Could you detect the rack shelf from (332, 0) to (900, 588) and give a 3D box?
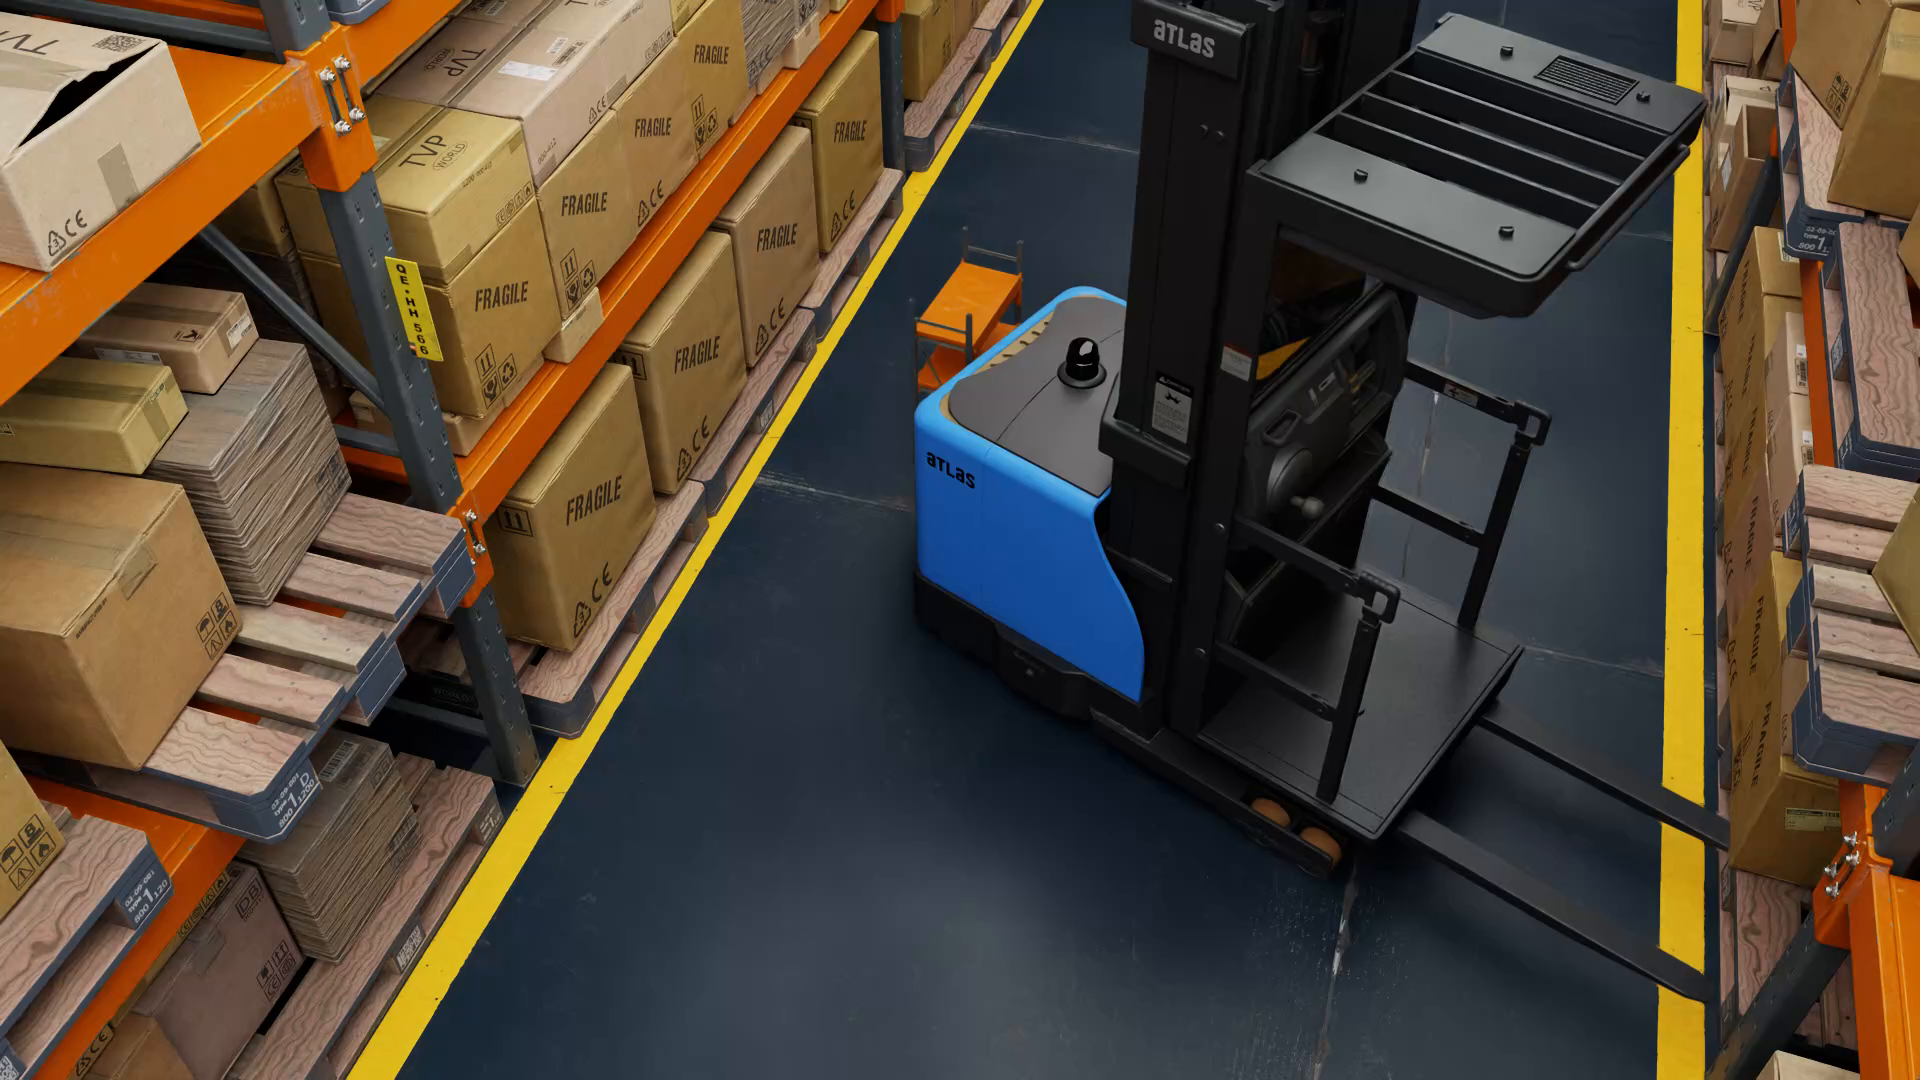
[{"bbox_3d":[-1.381,-1.416,6.567,1.077,0.370,4.000,13,46,13],"label":"rack shelf"}]

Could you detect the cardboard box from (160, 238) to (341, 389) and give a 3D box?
[{"bbox_3d":[-2.095,-0.860,5.185,0.500,0.500,0.500,13,46,13],"label":"cardboard box"}]

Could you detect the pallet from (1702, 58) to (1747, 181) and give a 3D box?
[{"bbox_3d":[4.523,-2.236,8.884,1.003,0.211,1.213,13,46,13],"label":"pallet"}]

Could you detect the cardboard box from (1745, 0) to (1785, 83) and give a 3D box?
[{"bbox_3d":[4.510,-2.478,8.608,0.797,0.503,0.637,13,46,13],"label":"cardboard box"}]

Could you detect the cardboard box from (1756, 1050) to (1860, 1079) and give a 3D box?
[{"bbox_3d":[2.297,1.626,4.208,0.500,0.311,0.500,14,46,14],"label":"cardboard box"}]

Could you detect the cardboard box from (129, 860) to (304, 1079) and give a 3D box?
[{"bbox_3d":[-2.422,1.206,4.846,0.700,0.500,0.500,12,46,12],"label":"cardboard box"}]

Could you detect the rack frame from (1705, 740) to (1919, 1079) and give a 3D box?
[{"bbox_3d":[2.735,0.707,3.883,1.000,3.000,0.127,13,46,13],"label":"rack frame"}]

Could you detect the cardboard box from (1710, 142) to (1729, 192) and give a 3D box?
[{"bbox_3d":[3.905,-1.800,8.169,0.380,0.149,0.250,13,46,13],"label":"cardboard box"}]

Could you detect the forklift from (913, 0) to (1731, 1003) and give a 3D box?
[{"bbox_3d":[1.289,-0.342,5.004,3.031,2.935,1.130,30,52,27],"label":"forklift"}]

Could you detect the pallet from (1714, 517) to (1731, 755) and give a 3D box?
[{"bbox_3d":[3.368,0.403,6.187,1.003,0.211,1.213,13,46,13],"label":"pallet"}]

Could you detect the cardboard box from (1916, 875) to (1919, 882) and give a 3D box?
[{"bbox_3d":[3.298,0.850,5.209,0.500,0.500,0.500,11,45,11],"label":"cardboard box"}]

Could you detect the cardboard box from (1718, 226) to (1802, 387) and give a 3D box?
[{"bbox_3d":[3.568,-0.952,7.051,0.500,0.500,0.500,11,45,11],"label":"cardboard box"}]

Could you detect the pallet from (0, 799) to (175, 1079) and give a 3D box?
[{"bbox_3d":[-2.548,1.057,3.662,1.003,0.211,1.213,13,46,13],"label":"pallet"}]

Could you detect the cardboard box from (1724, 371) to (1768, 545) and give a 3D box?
[{"bbox_3d":[3.258,-0.263,6.347,0.500,0.500,0.500,13,46,13],"label":"cardboard box"}]

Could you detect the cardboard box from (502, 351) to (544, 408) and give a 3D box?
[{"bbox_3d":[-1.582,-0.594,5.377,0.380,0.149,0.250,13,46,13],"label":"cardboard box"}]

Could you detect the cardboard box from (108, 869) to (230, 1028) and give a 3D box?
[{"bbox_3d":[-2.388,0.986,4.534,0.500,0.250,0.500,13,46,13],"label":"cardboard box"}]

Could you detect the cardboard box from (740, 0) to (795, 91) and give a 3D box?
[{"bbox_3d":[-0.981,-2.119,6.472,0.500,0.500,0.500,13,46,13],"label":"cardboard box"}]

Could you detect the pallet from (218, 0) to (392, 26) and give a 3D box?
[{"bbox_3d":[-1.843,-1.785,4.420,1.213,0.211,1.003,15,46,14],"label":"pallet"}]

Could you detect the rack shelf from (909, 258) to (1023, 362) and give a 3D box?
[{"bbox_3d":[0.028,-0.832,6.180,0.258,0.148,0.480,17,47,16],"label":"rack shelf"}]

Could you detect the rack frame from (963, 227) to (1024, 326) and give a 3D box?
[{"bbox_3d":[0.123,-0.708,6.615,0.240,1.200,0.015,17,47,16],"label":"rack frame"}]

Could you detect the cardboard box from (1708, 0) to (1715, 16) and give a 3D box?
[{"bbox_3d":[4.571,-3.164,9.491,0.500,0.250,0.500,13,46,13],"label":"cardboard box"}]

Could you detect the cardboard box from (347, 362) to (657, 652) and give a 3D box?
[{"bbox_3d":[-1.639,-0.184,6.030,0.750,0.750,0.750,12,46,12],"label":"cardboard box"}]

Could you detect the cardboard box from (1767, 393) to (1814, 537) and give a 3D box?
[{"bbox_3d":[3.113,-0.219,5.766,0.500,0.250,0.500,12,46,12],"label":"cardboard box"}]

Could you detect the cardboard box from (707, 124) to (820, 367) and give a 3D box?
[{"bbox_3d":[-1.115,-1.334,7.205,0.750,0.750,0.750,14,46,14],"label":"cardboard box"}]

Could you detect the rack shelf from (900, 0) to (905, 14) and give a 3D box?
[{"bbox_3d":[-0.170,-4.082,9.291,1.077,0.370,4.000,13,46,13],"label":"rack shelf"}]

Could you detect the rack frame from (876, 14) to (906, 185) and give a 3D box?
[{"bbox_3d":[-0.776,-3.006,7.677,1.000,3.000,0.127,13,46,13],"label":"rack frame"}]

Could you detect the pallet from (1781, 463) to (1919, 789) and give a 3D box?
[{"bbox_3d":[2.873,0.309,4.427,1.213,0.211,1.003,13,46,13],"label":"pallet"}]

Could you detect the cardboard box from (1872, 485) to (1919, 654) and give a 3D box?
[{"bbox_3d":[2.818,0.077,4.154,0.700,0.500,0.500,-1,44,-1],"label":"cardboard box"}]

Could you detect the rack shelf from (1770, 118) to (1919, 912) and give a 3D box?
[{"bbox_3d":[3.341,-0.369,5.497,1.077,0.370,4.000,13,46,13],"label":"rack shelf"}]

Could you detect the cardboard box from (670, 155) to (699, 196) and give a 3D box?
[{"bbox_3d":[-1.213,-1.452,6.255,0.380,0.149,0.250,13,46,13],"label":"cardboard box"}]

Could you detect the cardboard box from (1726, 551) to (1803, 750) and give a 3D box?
[{"bbox_3d":[2.952,0.425,5.644,0.500,0.500,0.500,11,45,11],"label":"cardboard box"}]

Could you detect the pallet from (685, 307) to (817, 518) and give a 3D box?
[{"bbox_3d":[-1.305,-0.663,7.277,1.003,0.211,1.213,13,46,13],"label":"pallet"}]

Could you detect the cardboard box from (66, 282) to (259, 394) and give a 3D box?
[{"bbox_3d":[-2.063,-0.528,4.295,0.380,0.149,0.250,7,45,7],"label":"cardboard box"}]

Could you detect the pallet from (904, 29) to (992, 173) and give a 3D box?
[{"bbox_3d":[-0.471,-2.500,9.154,1.003,0.211,1.213,13,46,13],"label":"pallet"}]

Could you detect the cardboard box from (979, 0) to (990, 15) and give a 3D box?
[{"bbox_3d":[-0.139,-3.415,9.583,0.700,0.500,0.500,14,46,13],"label":"cardboard box"}]

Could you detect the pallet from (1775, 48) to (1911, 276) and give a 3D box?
[{"bbox_3d":[3.600,-1.381,6.154,1.003,0.211,1.213,13,46,13],"label":"pallet"}]

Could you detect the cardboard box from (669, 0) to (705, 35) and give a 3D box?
[{"bbox_3d":[-1.146,-2.039,5.855,0.500,0.250,0.500,12,46,12],"label":"cardboard box"}]

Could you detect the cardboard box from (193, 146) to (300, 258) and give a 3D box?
[{"bbox_3d":[-2.097,-1.114,4.909,0.500,0.250,0.500,14,46,14],"label":"cardboard box"}]

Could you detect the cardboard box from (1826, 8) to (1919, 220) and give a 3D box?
[{"bbox_3d":[3.442,-1.405,5.669,0.700,0.500,0.500,19,48,19],"label":"cardboard box"}]

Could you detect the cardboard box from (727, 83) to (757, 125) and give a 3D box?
[{"bbox_3d":[-1.035,-1.801,6.611,0.380,0.149,0.250,11,46,11],"label":"cardboard box"}]

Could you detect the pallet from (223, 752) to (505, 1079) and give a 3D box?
[{"bbox_3d":[-2.225,1.177,5.396,1.003,0.211,1.213,13,46,13],"label":"pallet"}]

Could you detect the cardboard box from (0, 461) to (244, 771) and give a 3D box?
[{"bbox_3d":[-2.263,0.161,4.055,0.700,0.500,0.500,9,45,9],"label":"cardboard box"}]

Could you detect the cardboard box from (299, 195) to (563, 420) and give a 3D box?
[{"bbox_3d":[-1.596,-0.759,5.082,0.500,0.500,0.500,14,46,14],"label":"cardboard box"}]

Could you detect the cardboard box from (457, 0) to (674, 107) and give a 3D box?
[{"bbox_3d":[-1.294,-1.698,5.506,0.500,0.250,0.500,13,46,13],"label":"cardboard box"}]

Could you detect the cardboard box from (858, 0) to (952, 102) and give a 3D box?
[{"bbox_3d":[-0.452,-2.740,8.892,0.700,0.500,0.500,13,46,13],"label":"cardboard box"}]

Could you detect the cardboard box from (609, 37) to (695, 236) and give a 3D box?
[{"bbox_3d":[-1.277,-1.436,5.775,0.500,0.500,0.500,12,46,12],"label":"cardboard box"}]

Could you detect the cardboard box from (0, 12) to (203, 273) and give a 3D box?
[{"bbox_3d":[-1.948,-0.850,3.379,0.500,0.311,0.500,13,46,13],"label":"cardboard box"}]

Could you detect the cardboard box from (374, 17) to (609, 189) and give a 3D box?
[{"bbox_3d":[-1.442,-1.364,5.164,0.500,0.250,0.500,12,46,12],"label":"cardboard box"}]

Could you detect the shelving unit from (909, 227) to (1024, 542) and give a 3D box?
[{"bbox_3d":[0.027,-0.551,6.455,0.258,1.200,0.503,17,47,16],"label":"shelving unit"}]

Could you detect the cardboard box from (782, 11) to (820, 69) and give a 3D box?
[{"bbox_3d":[-0.808,-2.113,6.930,0.380,0.149,0.250,13,46,13],"label":"cardboard box"}]

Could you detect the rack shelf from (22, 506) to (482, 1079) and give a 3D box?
[{"bbox_3d":[-2.593,1.250,3.842,1.077,0.370,4.000,13,46,13],"label":"rack shelf"}]

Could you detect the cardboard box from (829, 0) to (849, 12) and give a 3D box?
[{"bbox_3d":[-0.662,-2.465,7.290,0.380,0.149,0.250,13,46,13],"label":"cardboard box"}]
